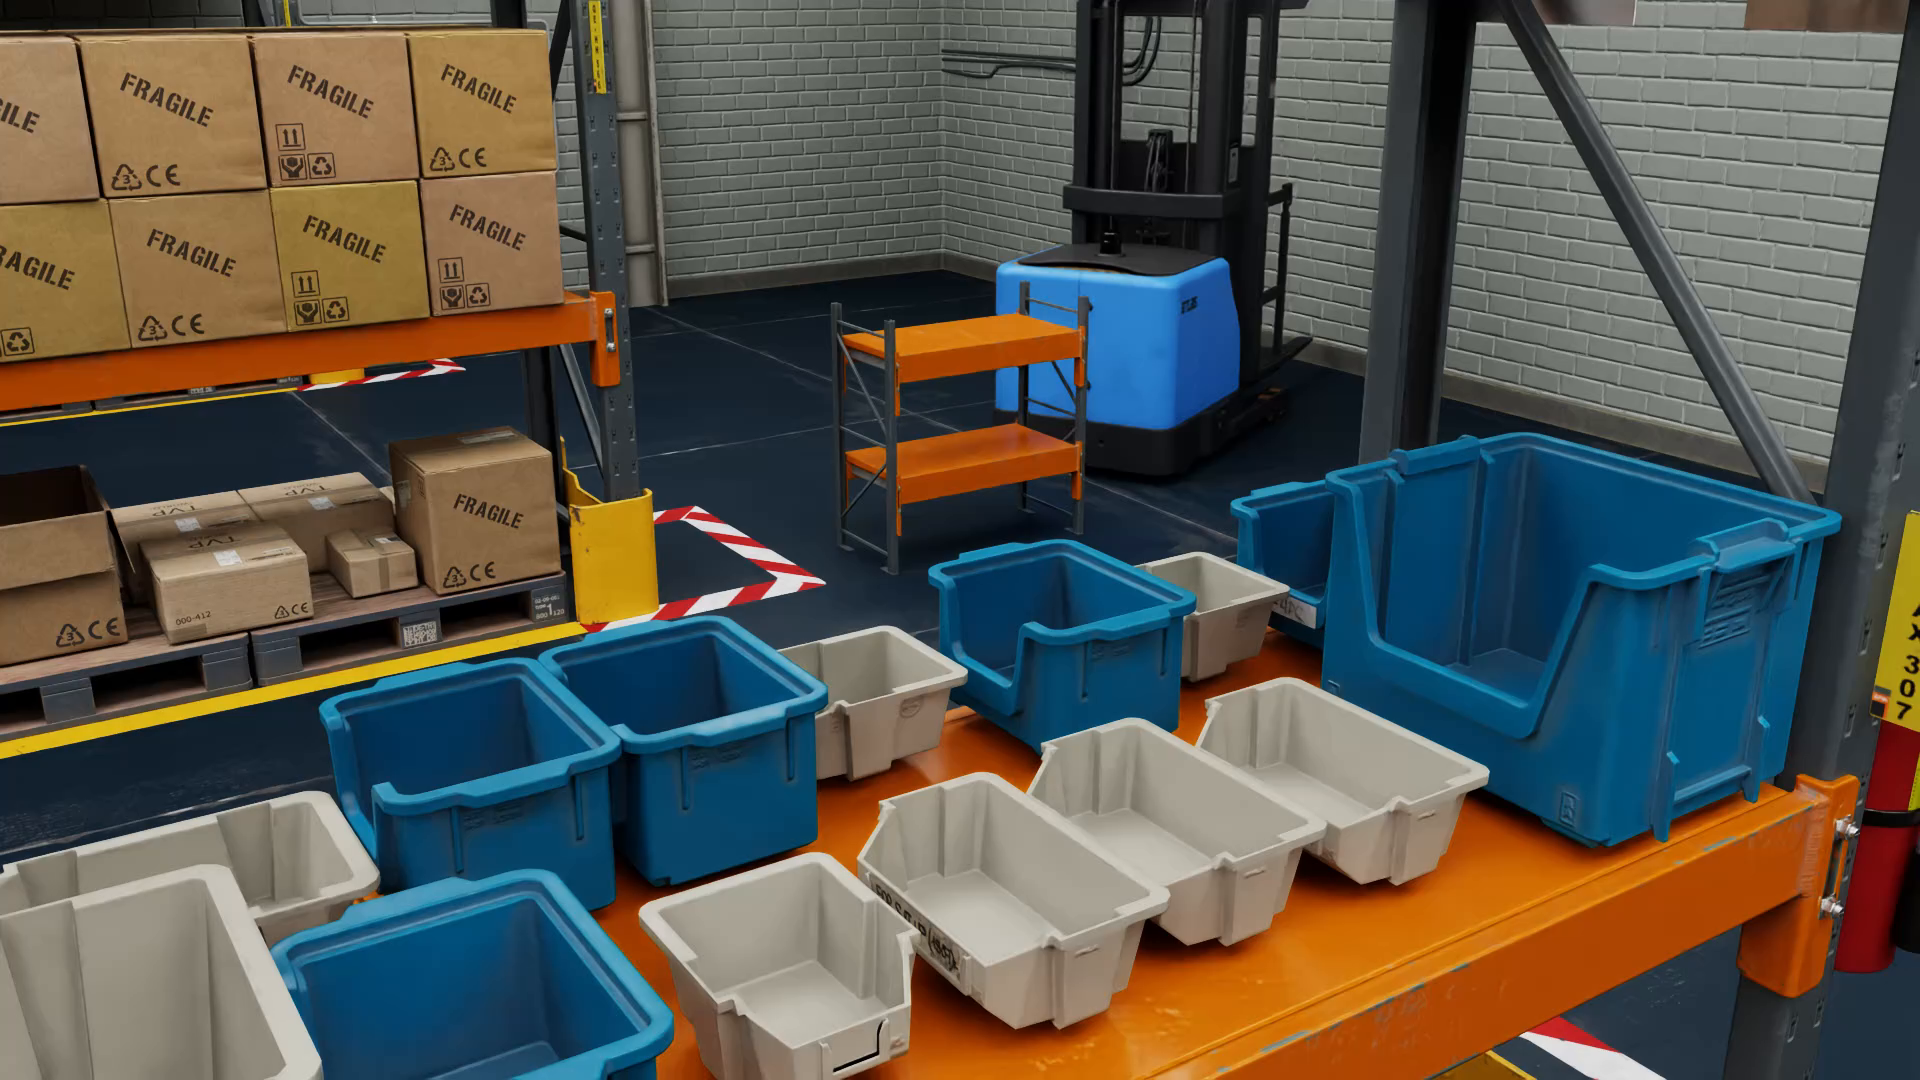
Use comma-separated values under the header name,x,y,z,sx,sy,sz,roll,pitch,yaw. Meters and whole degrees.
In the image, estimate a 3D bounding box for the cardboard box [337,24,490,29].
name,x,y,z,sx,sy,sz,roll,pitch,yaw
cardboard box,-2.141,-1.782,6.615,0.500,0.500,0.500,-11,22,-30

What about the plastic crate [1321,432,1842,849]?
name,x,y,z,sx,sy,sz,roll,pitch,yaw
plastic crate,0.919,0.121,2.555,0.499,0.435,0.616,-12,22,-31

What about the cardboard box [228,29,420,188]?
name,x,y,z,sx,sy,sz,roll,pitch,yaw
cardboard box,-2.267,-1.548,5.924,0.500,0.500,0.500,-11,22,-30

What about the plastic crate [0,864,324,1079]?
name,x,y,z,sx,sy,sz,roll,pitch,yaw
plastic crate,-0.868,0.570,1.468,0.530,0.282,0.437,-12,22,-31

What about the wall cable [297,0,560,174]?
name,x,y,z,sx,sy,sz,roll,pitch,yaw
wall cable,-3.803,-3.553,11.984,1.851,1.984,0.084,-12,22,-31

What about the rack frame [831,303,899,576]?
name,x,y,z,sx,sy,sz,roll,pitch,yaw
rack frame,-0.419,-0.445,7.303,0.032,1.125,0.500,-12,22,-31

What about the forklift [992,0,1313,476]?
name,x,y,z,sx,sy,sz,roll,pitch,yaw
forklift,1.318,-2.142,9.504,1.130,2.935,3.031,10,21,27

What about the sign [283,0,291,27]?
name,x,y,z,sx,sy,sz,roll,pitch,yaw
sign,-4.066,-3.106,10.071,0.005,0.325,0.100,-12,22,-31

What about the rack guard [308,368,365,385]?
name,x,y,z,sx,sy,sz,roll,pitch,yaw
rack guard,-4.332,-1.413,11.144,0.348,0.500,1.175,-12,22,-31

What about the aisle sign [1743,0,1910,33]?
name,x,y,z,sx,sy,sz,roll,pitch,yaw
aisle sign,1.317,-1.109,2.282,0.004,0.787,0.394,-12,22,-31

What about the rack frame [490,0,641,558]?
name,x,y,z,sx,sy,sz,roll,pitch,yaw
rack frame,-1.625,-1.269,6.814,0.127,3.000,1.000,-12,22,-31

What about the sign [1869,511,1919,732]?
name,x,y,z,sx,sy,sz,roll,pitch,yaw
sign,1.412,0.124,2.440,0.005,0.325,0.100,-12,22,-31

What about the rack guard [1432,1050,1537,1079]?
name,x,y,z,sx,sy,sz,roll,pitch,yaw
rack guard,1.109,1.233,3.316,0.348,0.500,1.175,-12,22,-31

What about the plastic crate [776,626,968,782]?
name,x,y,z,sx,sy,sz,roll,pitch,yaw
plastic crate,-0.171,0.263,2.602,0.298,0.136,0.250,-12,22,-31

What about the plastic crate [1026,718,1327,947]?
name,x,y,z,sx,sy,sz,roll,pitch,yaw
plastic crate,0.265,0.393,2.218,0.243,0.136,0.396,-12,22,-31

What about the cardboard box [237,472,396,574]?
name,x,y,z,sx,sy,sz,roll,pitch,yaw
cardboard box,-2.653,-0.066,6.864,0.500,0.250,0.500,-12,22,-31

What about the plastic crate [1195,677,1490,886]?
name,x,y,z,sx,sy,sz,roll,pitch,yaw
plastic crate,0.515,0.346,2.357,0.243,0.136,0.396,-12,22,-31

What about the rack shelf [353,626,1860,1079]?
name,x,y,z,sx,sy,sz,roll,pitch,yaw
rack shelf,-0.574,0.750,1.966,4.000,0.370,1.077,-12,22,-31

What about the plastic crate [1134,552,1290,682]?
name,x,y,z,sx,sy,sz,roll,pitch,yaw
plastic crate,0.395,0.143,2.955,0.298,0.136,0.250,-12,22,-31

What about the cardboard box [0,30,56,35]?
name,x,y,z,sx,sy,sz,roll,pitch,yaw
cardboard box,-3.417,-1.511,5.814,0.500,0.500,0.500,-12,22,-32

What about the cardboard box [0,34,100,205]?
name,x,y,z,sx,sy,sz,roll,pitch,yaw
cardboard box,-3.126,-1.365,5.383,0.500,0.500,0.500,-11,22,-30

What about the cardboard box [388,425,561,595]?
name,x,y,z,sx,sy,sz,roll,pitch,yaw
cardboard box,-1.944,-0.131,6.665,0.500,0.500,0.500,-12,22,-31

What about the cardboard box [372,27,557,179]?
name,x,y,z,sx,sy,sz,roll,pitch,yaw
cardboard box,-1.845,-1.638,6.188,0.500,0.500,0.500,-12,22,-32

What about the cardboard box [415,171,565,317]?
name,x,y,z,sx,sy,sz,roll,pitch,yaw
cardboard box,-1.849,-1.164,6.349,0.500,0.500,0.500,-11,22,-30

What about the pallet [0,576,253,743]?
name,x,y,z,sx,sy,sz,roll,pitch,yaw
pallet,-3.372,0.420,6.173,1.213,0.211,1.003,-12,22,-31

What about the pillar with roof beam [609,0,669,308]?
name,x,y,z,sx,sy,sz,roll,pitch,yaw
pillar with roof beam,-0.206,-4.990,8.455,0.400,9.000,9.100,-12,22,-31

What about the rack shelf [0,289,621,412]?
name,x,y,z,sx,sy,sz,roll,pitch,yaw
rack shelf,-3.295,-0.576,5.887,4.000,0.370,1.077,-12,22,-31

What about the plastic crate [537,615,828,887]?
name,x,y,z,sx,sy,sz,roll,pitch,yaw
plastic crate,-0.391,0.295,2.356,0.300,0.233,0.416,-12,22,-31

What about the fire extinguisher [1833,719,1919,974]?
name,x,y,z,sx,sy,sz,roll,pitch,yaw
fire extinguisher,1.472,0.365,2.684,0.183,0.674,0.296,-12,22,-31

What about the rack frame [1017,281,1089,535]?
name,x,y,z,sx,sy,sz,roll,pitch,yaw
rack frame,0.430,-0.624,7.833,0.032,1.125,0.500,-12,22,-31

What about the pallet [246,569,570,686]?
name,x,y,z,sx,sy,sz,roll,pitch,yaw
pallet,-2.354,0.207,6.805,1.213,0.211,1.003,-12,22,-31

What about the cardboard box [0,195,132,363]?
name,x,y,z,sx,sy,sz,roll,pitch,yaw
cardboard box,-3.121,-0.897,5.558,0.500,0.500,0.500,-12,22,-32

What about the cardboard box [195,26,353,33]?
name,x,y,z,sx,sy,sz,roll,pitch,yaw
cardboard box,-2.573,-1.688,6.337,0.500,0.500,0.500,-12,22,-31

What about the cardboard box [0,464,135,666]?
name,x,y,z,sx,sy,sz,roll,pitch,yaw
cardboard box,-3.399,0.078,6.042,0.637,0.503,0.797,-12,22,-31

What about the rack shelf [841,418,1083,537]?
name,x,y,z,sx,sy,sz,roll,pitch,yaw
rack shelf,0.006,-0.302,7.646,1.000,0.278,0.538,-12,22,-31

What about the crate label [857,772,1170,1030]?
name,x,y,z,sx,sy,sz,roll,pitch,yaw
crate label,0.045,0.448,2.053,0.243,0.136,0.396,-12,22,-31

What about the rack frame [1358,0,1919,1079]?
name,x,y,z,sx,sy,sz,roll,pitch,yaw
rack frame,1.098,0.058,2.890,0.053,2.616,0.949,-12,22,-31

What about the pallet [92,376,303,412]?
name,x,y,z,sx,sy,sz,roll,pitch,yaw
pallet,-4.977,-1.110,10.699,1.213,0.211,1.003,-12,22,-31

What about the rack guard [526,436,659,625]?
name,x,y,z,sx,sy,sz,roll,pitch,yaw
rack guard,-1.688,-0.071,7.174,0.348,0.500,1.175,-12,22,-31

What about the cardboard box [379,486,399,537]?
name,x,y,z,sx,sy,sz,roll,pitch,yaw
cardboard box,-2.373,-0.109,7.120,0.250,0.166,0.380,-12,22,-31

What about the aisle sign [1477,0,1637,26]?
name,x,y,z,sx,sy,sz,roll,pitch,yaw
aisle sign,0.993,-1.267,2.749,0.004,0.787,0.394,-12,22,-31

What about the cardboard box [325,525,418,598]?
name,x,y,z,sx,sy,sz,roll,pitch,yaw
cardboard box,-2.331,0.074,6.579,0.250,0.166,0.380,-12,22,-31

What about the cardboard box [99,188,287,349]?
name,x,y,z,sx,sy,sz,roll,pitch,yaw
cardboard box,-2.700,-0.986,5.820,0.500,0.500,0.500,-12,22,-31

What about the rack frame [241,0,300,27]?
name,x,y,z,sx,sy,sz,roll,pitch,yaw
rack frame,-4.353,-2.593,10.731,0.127,3.000,1.000,-12,22,-31

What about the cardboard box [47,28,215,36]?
name,x,y,z,sx,sy,sz,roll,pitch,yaw
cardboard box,-2.994,-1.601,6.080,0.500,0.500,0.500,-12,22,-31

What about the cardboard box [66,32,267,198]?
name,x,y,z,sx,sy,sz,roll,pitch,yaw
cardboard box,-2.697,-1.456,5.650,0.500,0.500,0.500,-11,22,-30

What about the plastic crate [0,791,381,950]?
name,x,y,z,sx,sy,sz,roll,pitch,yaw
plastic crate,-0.956,0.471,1.986,0.466,0.136,0.293,-12,22,-31

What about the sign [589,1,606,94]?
name,x,y,z,sx,sy,sz,roll,pitch,yaw
sign,-1.337,-1.815,6.128,0.005,0.325,0.100,-12,22,-31

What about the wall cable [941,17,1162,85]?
name,x,y,z,sx,sy,sz,roll,pitch,yaw
wall cable,0.568,-4.865,12.932,0.112,2.526,3.097,-12,22,-31

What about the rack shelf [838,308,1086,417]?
name,x,y,z,sx,sy,sz,roll,pitch,yaw
rack shelf,0.006,-0.811,7.474,1.000,0.278,0.538,-12,22,-31

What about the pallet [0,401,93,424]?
name,x,y,z,sx,sy,sz,roll,pitch,yaw
pallet,-5.995,-0.897,10.067,1.213,0.211,1.003,-12,22,-31

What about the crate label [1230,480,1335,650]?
name,x,y,z,sx,sy,sz,roll,pitch,yaw
crate label,0.709,0.063,3.042,0.303,0.233,0.416,-12,22,-31

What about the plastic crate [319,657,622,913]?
name,x,y,z,sx,sy,sz,roll,pitch,yaw
plastic crate,-0.641,0.348,2.199,0.300,0.233,0.416,-12,22,-31

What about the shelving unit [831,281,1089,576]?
name,x,y,z,sx,sy,sz,roll,pitch,yaw
shelving unit,0.006,-0.534,7.568,1.048,1.125,0.538,-12,22,-31

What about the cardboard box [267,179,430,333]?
name,x,y,z,sx,sy,sz,roll,pitch,yaw
cardboard box,-2.281,-1.072,6.076,0.500,0.500,0.500,-12,22,-31

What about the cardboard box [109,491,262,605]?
name,x,y,z,sx,sy,sz,roll,pitch,yaw
cardboard box,-3.070,0.022,6.604,0.500,0.250,0.500,-12,22,-31

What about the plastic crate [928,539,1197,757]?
name,x,y,z,sx,sy,sz,roll,pitch,yaw
plastic crate,0.159,0.179,2.699,0.300,0.233,0.416,-12,22,-31

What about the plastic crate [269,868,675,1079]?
name,x,y,z,sx,sy,sz,roll,pitch,yaw
plastic crate,-0.478,0.538,1.637,0.300,0.233,0.416,-12,22,-31

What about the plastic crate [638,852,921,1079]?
name,x,y,z,sx,sy,sz,roll,pitch,yaw
plastic crate,-0.192,0.505,1.884,0.250,0.136,0.298,-12,22,-31

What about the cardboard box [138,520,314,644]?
name,x,y,z,sx,sy,sz,roll,pitch,yaw
cardboard box,-2.754,0.147,6.234,0.500,0.250,0.500,-12,22,-31
